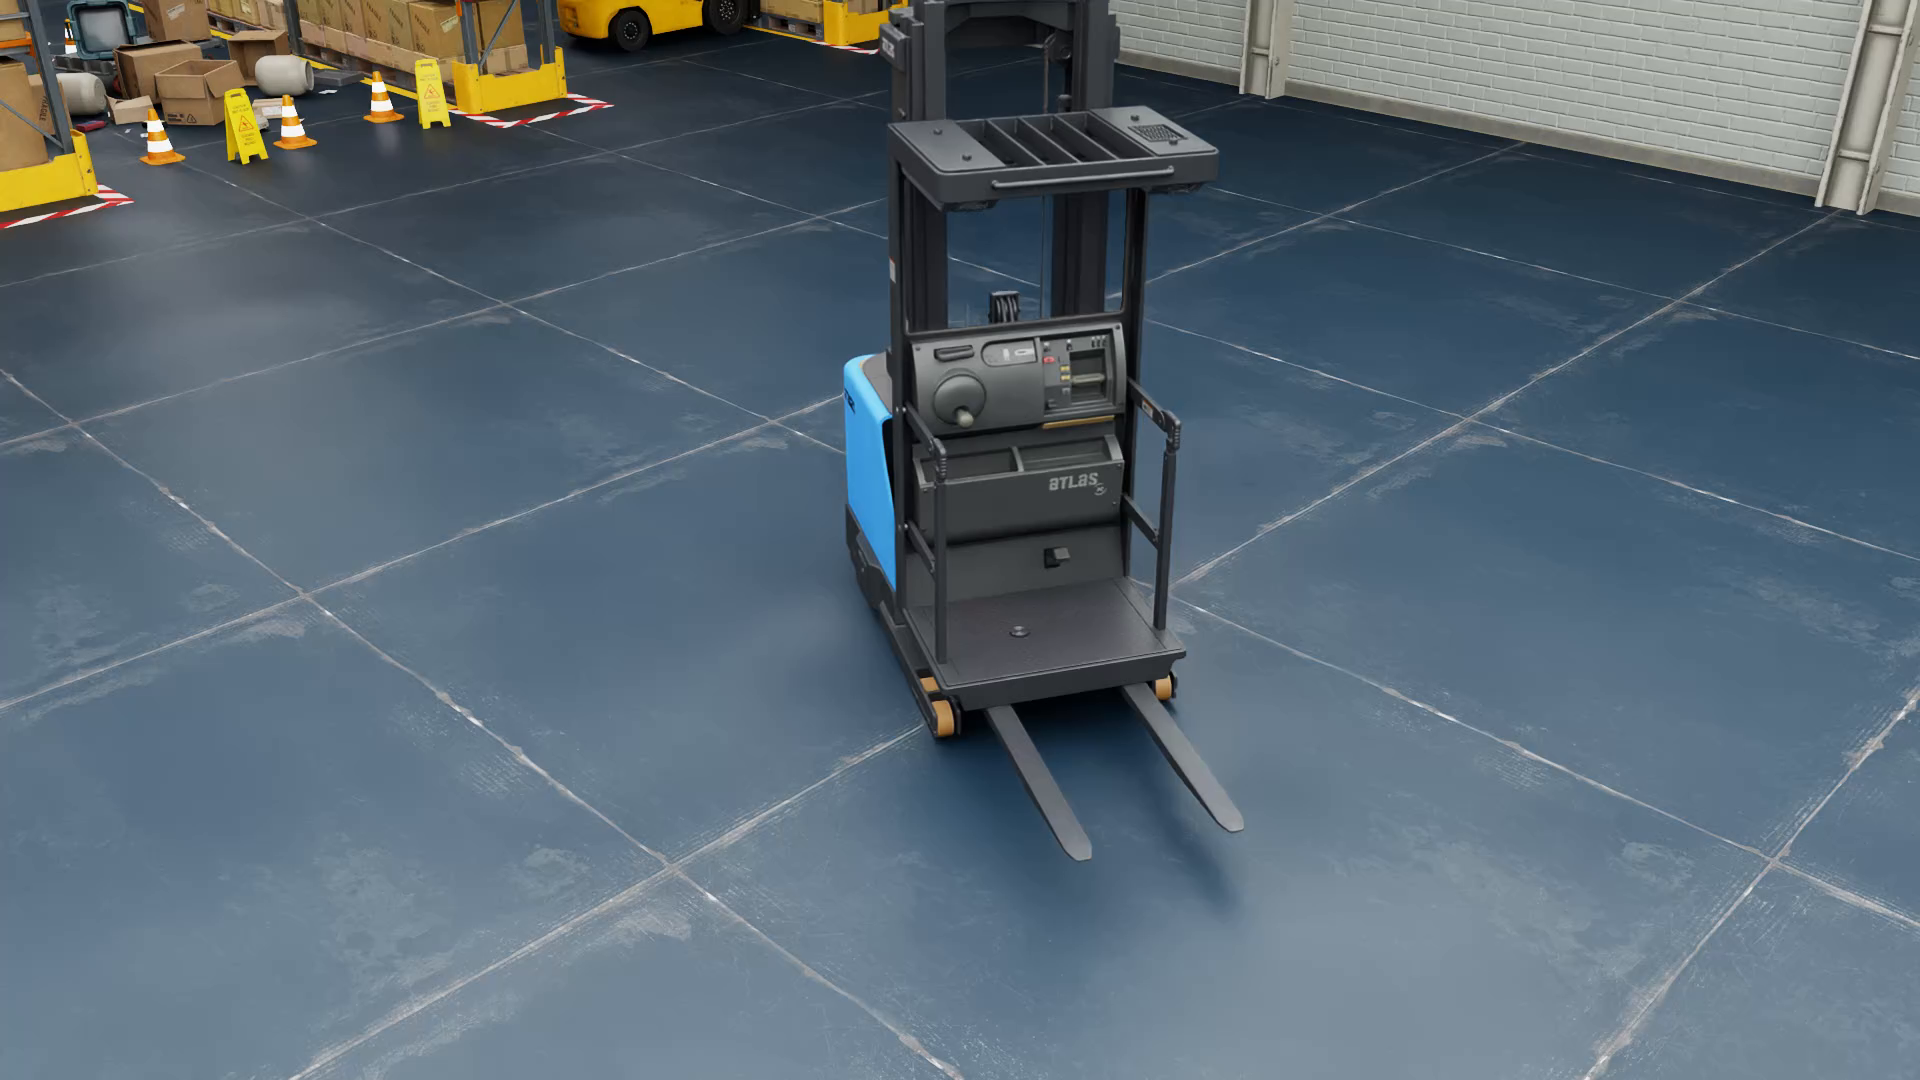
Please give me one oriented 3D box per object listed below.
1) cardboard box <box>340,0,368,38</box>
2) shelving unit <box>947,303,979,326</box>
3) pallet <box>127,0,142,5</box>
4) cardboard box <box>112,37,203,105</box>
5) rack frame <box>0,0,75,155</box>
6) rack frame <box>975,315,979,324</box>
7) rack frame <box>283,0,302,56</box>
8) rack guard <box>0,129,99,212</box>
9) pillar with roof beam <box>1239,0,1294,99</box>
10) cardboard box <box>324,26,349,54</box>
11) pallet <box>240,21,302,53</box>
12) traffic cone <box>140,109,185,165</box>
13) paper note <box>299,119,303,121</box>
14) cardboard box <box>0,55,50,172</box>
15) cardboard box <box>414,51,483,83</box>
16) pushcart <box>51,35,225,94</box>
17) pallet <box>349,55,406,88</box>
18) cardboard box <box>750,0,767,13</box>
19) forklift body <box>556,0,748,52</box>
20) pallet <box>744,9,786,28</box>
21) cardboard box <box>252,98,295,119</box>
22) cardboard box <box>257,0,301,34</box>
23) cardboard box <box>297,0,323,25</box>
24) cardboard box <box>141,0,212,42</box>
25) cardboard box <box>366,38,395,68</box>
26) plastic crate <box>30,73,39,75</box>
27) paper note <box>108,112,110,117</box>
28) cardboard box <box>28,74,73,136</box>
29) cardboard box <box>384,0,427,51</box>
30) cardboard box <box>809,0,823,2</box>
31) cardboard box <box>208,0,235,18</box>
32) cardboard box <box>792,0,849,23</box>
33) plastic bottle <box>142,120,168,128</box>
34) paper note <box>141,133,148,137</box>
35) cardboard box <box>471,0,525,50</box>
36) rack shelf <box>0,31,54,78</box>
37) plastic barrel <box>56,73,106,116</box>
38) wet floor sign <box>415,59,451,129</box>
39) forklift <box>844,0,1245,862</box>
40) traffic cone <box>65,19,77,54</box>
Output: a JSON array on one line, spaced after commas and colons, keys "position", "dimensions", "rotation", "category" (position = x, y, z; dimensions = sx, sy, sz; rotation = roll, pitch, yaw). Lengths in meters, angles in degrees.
[{"position": [-6.507, -5.887, 18.420], "dimensions": [0.500, 0.500, 0.500], "rotation": [-23, 35, -37], "category": "cardboard box"}, {"position": [-0.044, -0.618, 8.636], "dimensions": [0.258, 1.200, 0.189], "rotation": [-8, 29, -14], "category": "shelving unit"}, {"position": [-10.859, -7.562, 22.904], "dimensions": [1.213, 0.211, 1.003], "rotation": [25, 36, 38], "category": "pallet"}, {"position": [-8.345, -4.894, 17.370], "dimensions": [0.503, 0.637, 0.797], "rotation": [25, 36, 38], "category": "cardboard box"}, {"position": [-8.043, -4.228, 13.567], "dimensions": [0.127, 3.000, 1.000], "rotation": [25, 36, 38], "category": "rack frame"}, {"position": [-0.018, -0.577, 8.558], "dimensions": [0.240, 1.200, 0.006], "rotation": [-8, 29, -14], "category": "rack frame"}, {"position": [-7.497, -7.208, 19.236], "dimensions": [0.127, 3.000, 1.000], "rotation": [25, 36, 38], "category": "rack frame"}, {"position": [-8.026, -3.113, 14.134], "dimensions": [0.348, 0.500, 1.175], "rotation": [25, 36, 38], "category": "rack guard"}, {"position": [0.228, -7.347, 13.053], "dimensions": [0.400, 9.000, 9.100], "rotation": [25, 36, 38], "category": "pillar with roof beam"}, {"position": [-6.877, -5.725, 18.918], "dimensions": [0.500, 0.250, 0.500], "rotation": [-23, 35, -36], "category": "cardboard box"}, {"position": [-8.053, -6.228, 20.367], "dimensions": [1.213, 0.211, 1.003], "rotation": [25, 36, 38], "category": "pallet"}, {"position": [-7.426, -3.749, 15.383], "dimensions": [0.334, 0.463, 0.336], "rotation": [25, 36, 38], "category": "traffic cone"}, {"position": [-6.714, -4.237, 16.775], "dimensions": [0.142, 0.019, 0.148], "rotation": [12, 30, 22], "category": "paper note"}, {"position": [-8.573, -3.672, 14.343], "dimensions": [0.875, 0.875, 0.875], "rotation": [25, 37, 39], "category": "cardboard box"}, {"position": [-5.427, -5.054, 17.643], "dimensions": [0.500, 0.250, 0.500], "rotation": [24, 36, 38], "category": "cardboard box"}, {"position": [-9.060, -5.275, 18.376], "dimensions": [0.936, 0.377, 1.648], "rotation": [12, 30, 22], "category": "pushcart"}, {"position": [-6.119, -5.369, 18.733], "dimensions": [1.213, 0.211, 1.003], "rotation": [25, 36, 38], "category": "pallet"}, {"position": [-2.422, -6.901, 21.154], "dimensions": [0.500, 0.250, 0.500], "rotation": [-25, 37, -39], "category": "cardboard box"}, {"position": [-3.798, -7.189, 20.112], "dimensions": [1.214, 2.155, 2.313], "rotation": [25, 36, 38], "category": "forklift body"}, {"position": [-2.608, -6.951, 21.743], "dimensions": [1.213, 0.211, 1.003], "rotation": [25, 36, 38], "category": "pallet"}, {"position": [-6.995, -4.399, 16.955], "dimensions": [0.380, 0.149, 0.250], "rotation": [-7, 29, -14], "category": "cardboard box"}, {"position": [-7.873, -6.402, 20.074], "dimensions": [0.950, 0.372, 0.625], "rotation": [-25, 37, -39], "category": "cardboard box"}, {"position": [-7.265, -6.227, 19.067], "dimensions": [0.500, 0.500, 0.500], "rotation": [-23, 36, -37], "category": "cardboard box"}, {"position": [-8.723, -5.837, 18.499], "dimensions": [0.500, 0.500, 0.500], "rotation": [25, 36, 38], "category": "cardboard box"}, {"position": [-6.151, -5.387, 18.276], "dimensions": [0.500, 0.250, 0.500], "rotation": [23, 35, 37], "category": "cardboard box"}, {"position": [-9.853, -4.692, 17.409], "dimensions": [0.450, 0.188, 0.662], "rotation": [-16, 30, -9], "category": "plastic crate"}, {"position": [-8.644, -4.379, 17.054], "dimensions": [0.172, 0.023, 0.155], "rotation": [-13, 30, -22], "category": "paper note"}, {"position": [-9.069, -4.262, 16.315], "dimensions": [0.500, 0.500, 0.500], "rotation": [-18, 33, -31], "category": "cardboard box"}, {"position": [-5.773, -5.548, 17.776], "dimensions": [0.500, 0.500, 0.500], "rotation": [-24, 36, -37], "category": "cardboard box"}, {"position": [-1.734, -6.797, 20.420], "dimensions": [0.500, 0.250, 0.500], "rotation": [24, 36, 38], "category": "cardboard box"}, {"position": [-8.885, -6.861, 20.948], "dimensions": [0.950, 0.372, 0.625], "rotation": [-24, 36, -38], "category": "cardboard box"}, {"position": [-1.724, -6.569, 20.523], "dimensions": [0.500, 0.250, 0.500], "rotation": [25, 37, 39], "category": "cardboard box"}, {"position": [-8.046, -4.143, 16.564], "dimensions": [0.283, 0.061, 0.133], "rotation": [12, 30, 22], "category": "plastic bottle"}, {"position": [-7.941, -3.974, 16.277], "dimensions": [0.144, 0.017, 0.142], "rotation": [-13, 30, -22], "category": "paper note"}, {"position": [-5.043, -5.567, 17.811], "dimensions": [0.500, 0.500, 0.500], "rotation": [23, 36, 37], "category": "cardboard box"}, {"position": [-9.469, -4.562, 14.976], "dimensions": [4.000, 0.370, 1.077], "rotation": [25, 36, 38], "category": "rack shelf"}, {"position": [-9.011, -4.531, 16.913], "dimensions": [0.512, 0.421, 0.421], "rotation": [-3, 28, -5], "category": "plastic barrel"}, {"position": [-5.259, -4.444, 16.509], "dimensions": [0.267, 0.644, 0.232], "rotation": [-13, 30, -22], "category": "wet floor sign"}, {"position": [0.319, -0.652, 6.840], "dimensions": [1.130, 2.935, 3.031], "rotation": [-8, 29, -14], "category": "forklift"}, {"position": [-10.271, -5.788, 19.261], "dimensions": [0.334, 0.463, 0.336], "rotation": [25, 36, 38], "category": "traffic cone"}]
